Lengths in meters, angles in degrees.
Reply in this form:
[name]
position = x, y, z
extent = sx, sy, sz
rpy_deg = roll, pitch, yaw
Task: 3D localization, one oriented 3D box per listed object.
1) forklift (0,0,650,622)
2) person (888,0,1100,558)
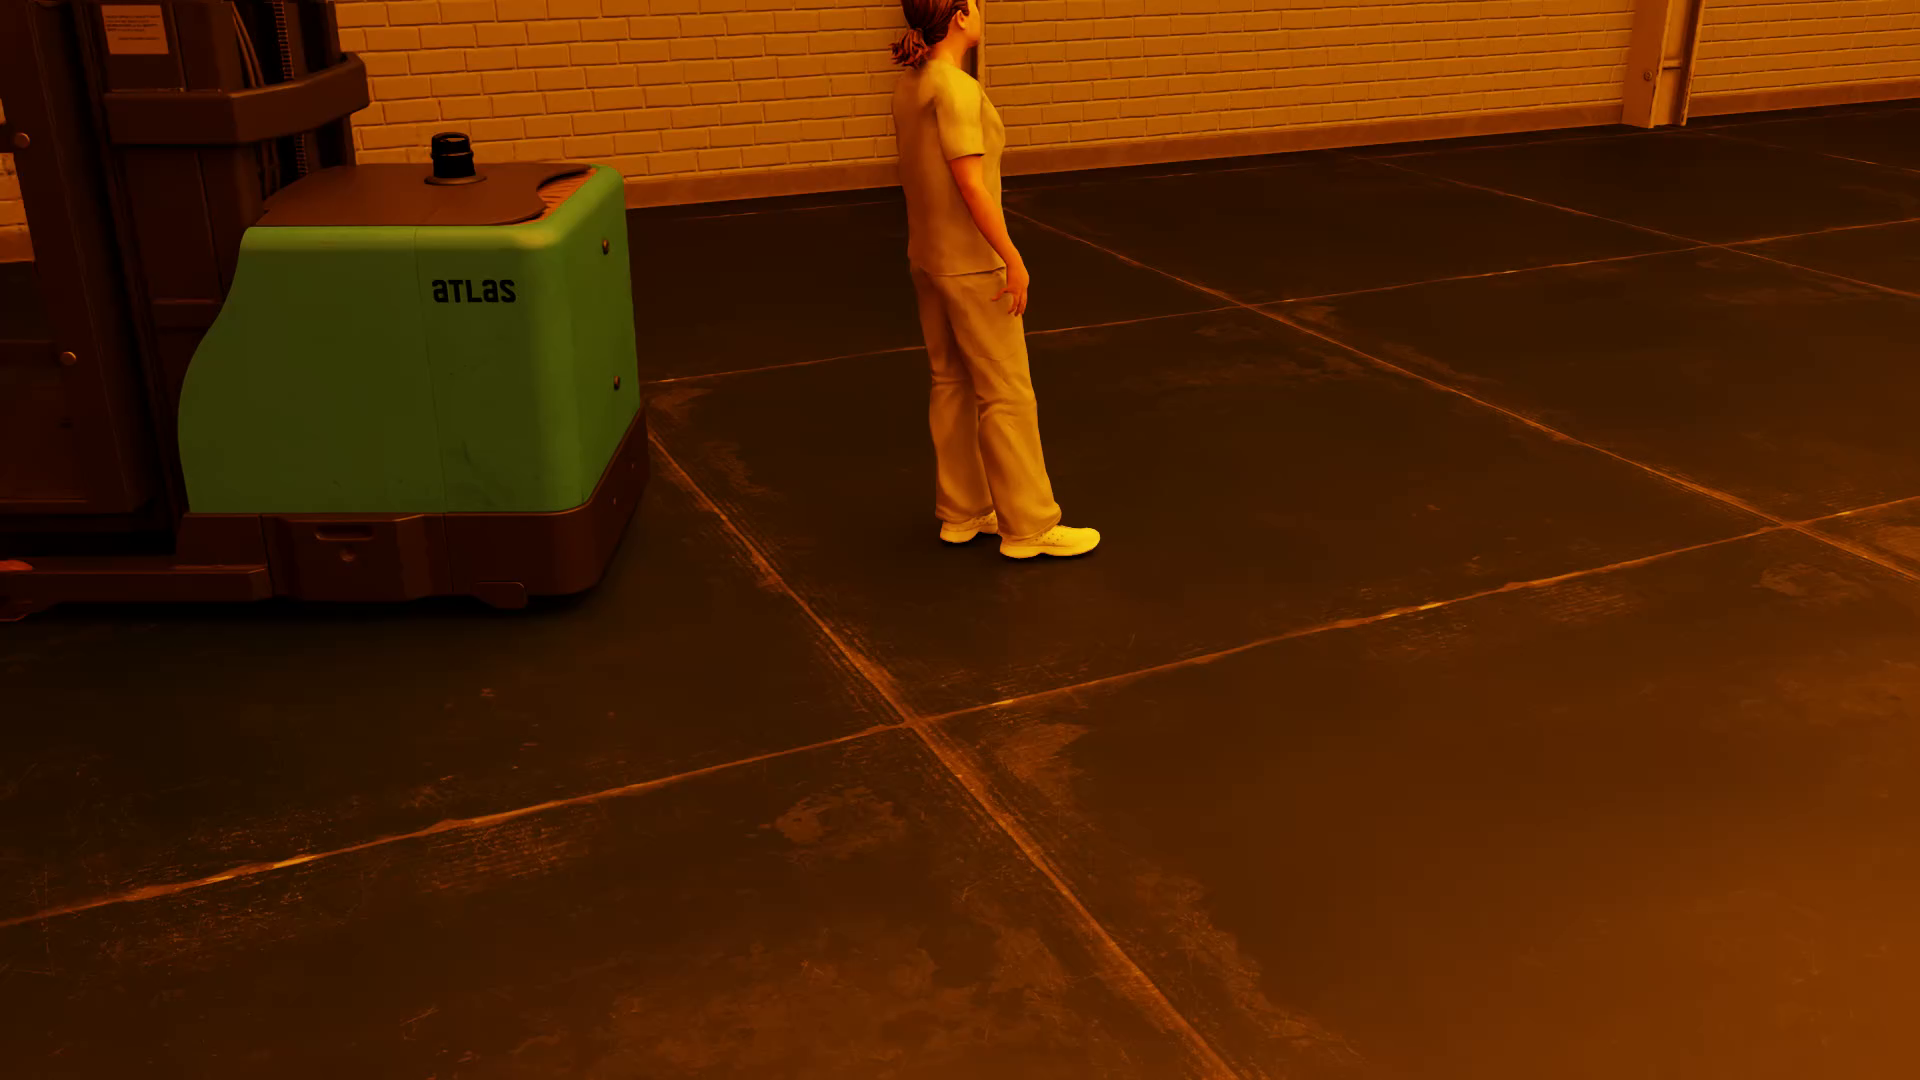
[forklift]
position = -2.525, -1.332, 4.494
extent = 3.031, 2.935, 1.130
rpy_deg = 0, 23, 0
[person]
position = 0.073, -0.788, 4.800
extent = 0.548, 1.673, 0.549
rpy_deg = -10, 25, -23
